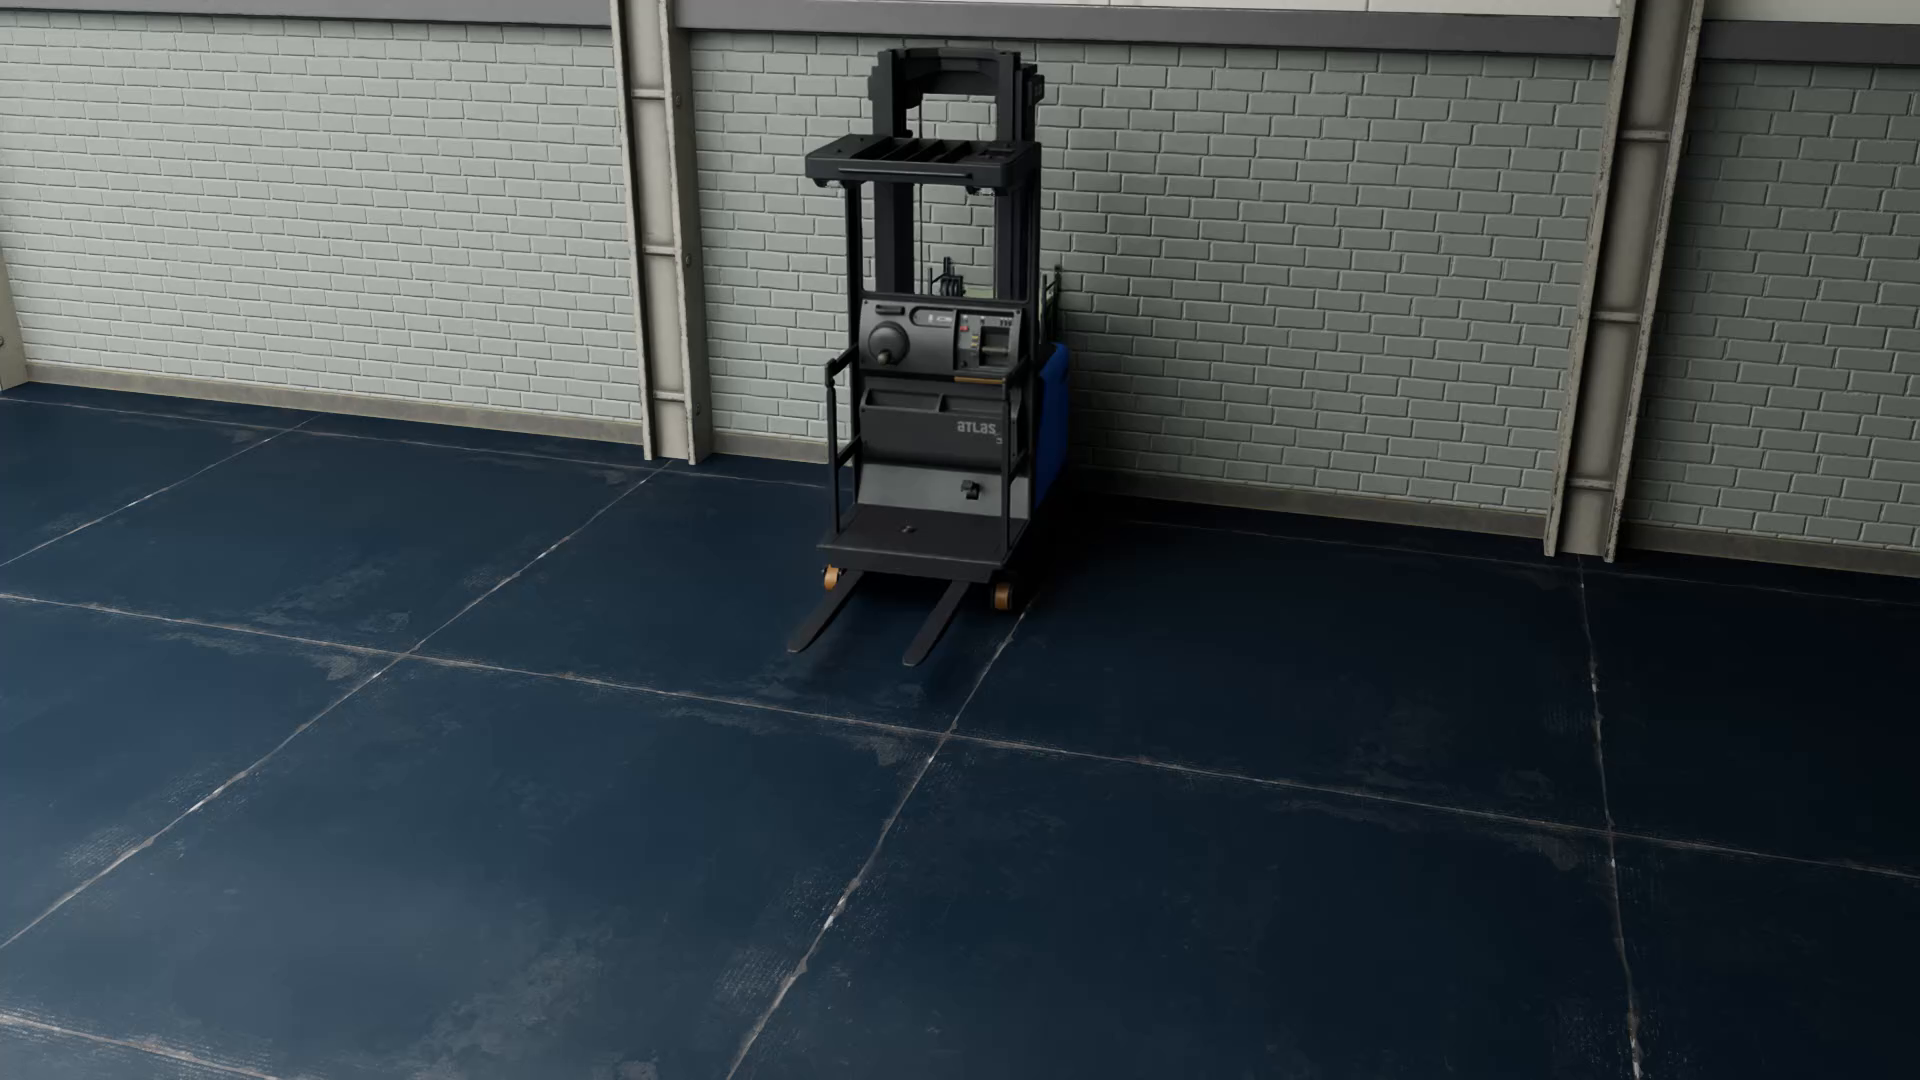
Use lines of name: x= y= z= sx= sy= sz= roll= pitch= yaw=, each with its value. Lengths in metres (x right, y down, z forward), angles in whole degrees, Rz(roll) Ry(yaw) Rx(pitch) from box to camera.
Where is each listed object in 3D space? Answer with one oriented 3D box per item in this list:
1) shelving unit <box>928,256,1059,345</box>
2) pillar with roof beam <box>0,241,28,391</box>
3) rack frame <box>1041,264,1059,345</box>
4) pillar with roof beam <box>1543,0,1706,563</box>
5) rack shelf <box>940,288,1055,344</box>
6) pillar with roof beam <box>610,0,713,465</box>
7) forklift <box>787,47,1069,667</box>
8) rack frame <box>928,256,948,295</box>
shelving unit: x=0.206 y=-1.029 z=10.755 sx=0.755 sy=1.500 sz=0.431 roll=6 pitch=21 yaw=14
pillar with roof beam: x=-8.966 y=-3.856 z=7.813 sx=0.400 sy=9.000 sz=9.100 roll=7 pitch=23 yaw=16
rack frame: x=0.560 y=-0.992 z=10.668 sx=0.023 sy=1.500 sz=0.400 roll=6 pitch=21 yaw=14
pillar with roof beam: x=2.522 y=-2.541 z=4.606 sx=0.400 sy=9.000 sz=9.100 roll=7 pitch=23 yaw=16
rack shelf: x=0.211 y=-1.395 z=10.620 sx=0.720 sy=0.370 sz=0.431 roll=6 pitch=21 yaw=14
pillar with roof beam: x=-3.222 y=-3.198 z=6.209 sx=0.400 sy=9.000 sz=9.100 roll=7 pitch=23 yaw=16
forklift: x=-0.163 y=-1.118 z=9.134 sx=1.130 sy=2.935 sz=3.031 roll=6 pitch=23 yaw=13
rack frame: x=-0.147 y=-1.066 z=10.843 sx=0.023 sy=1.500 sz=0.400 roll=6 pitch=21 yaw=14
